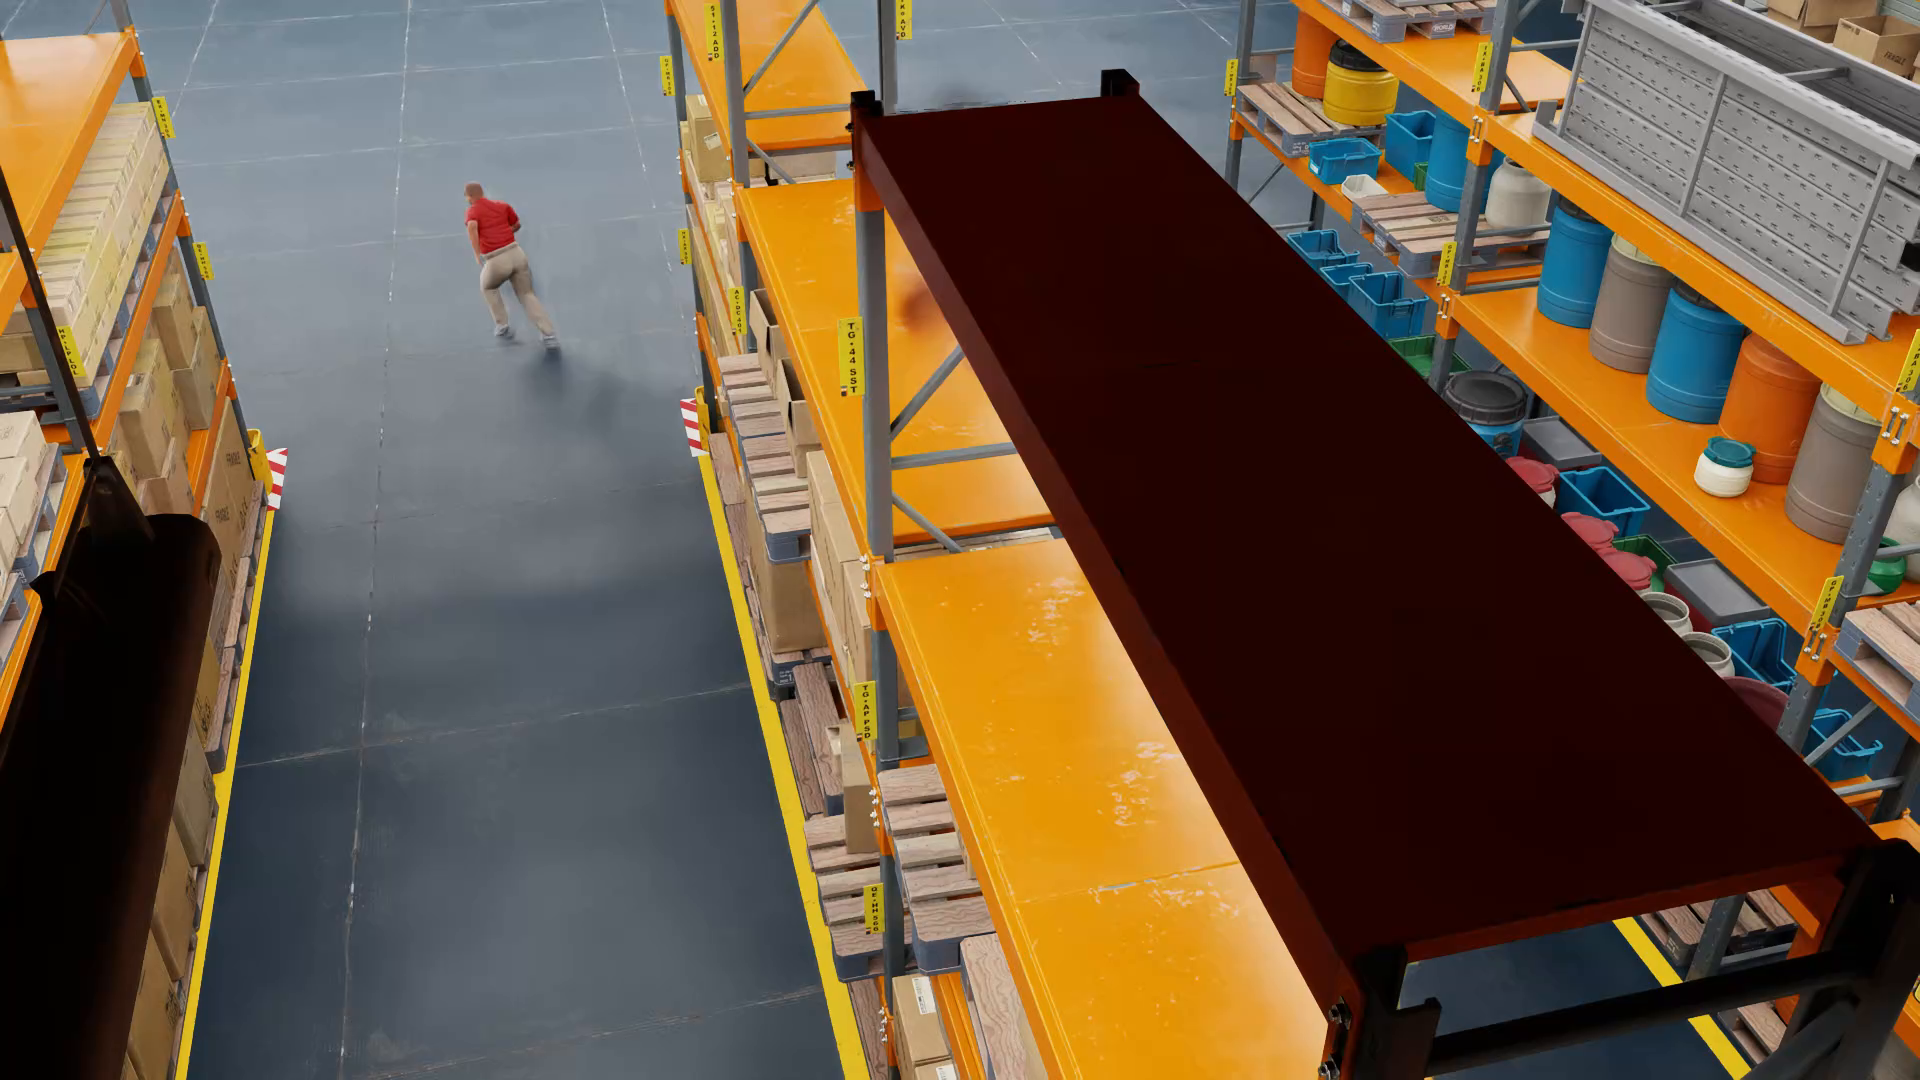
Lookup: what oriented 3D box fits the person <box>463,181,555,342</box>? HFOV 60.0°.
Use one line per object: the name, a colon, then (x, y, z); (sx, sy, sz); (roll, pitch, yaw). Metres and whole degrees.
person: (-4.524, -2.687, 16.639); (1.018, 1.695, 0.707); (24, 41, 31)
